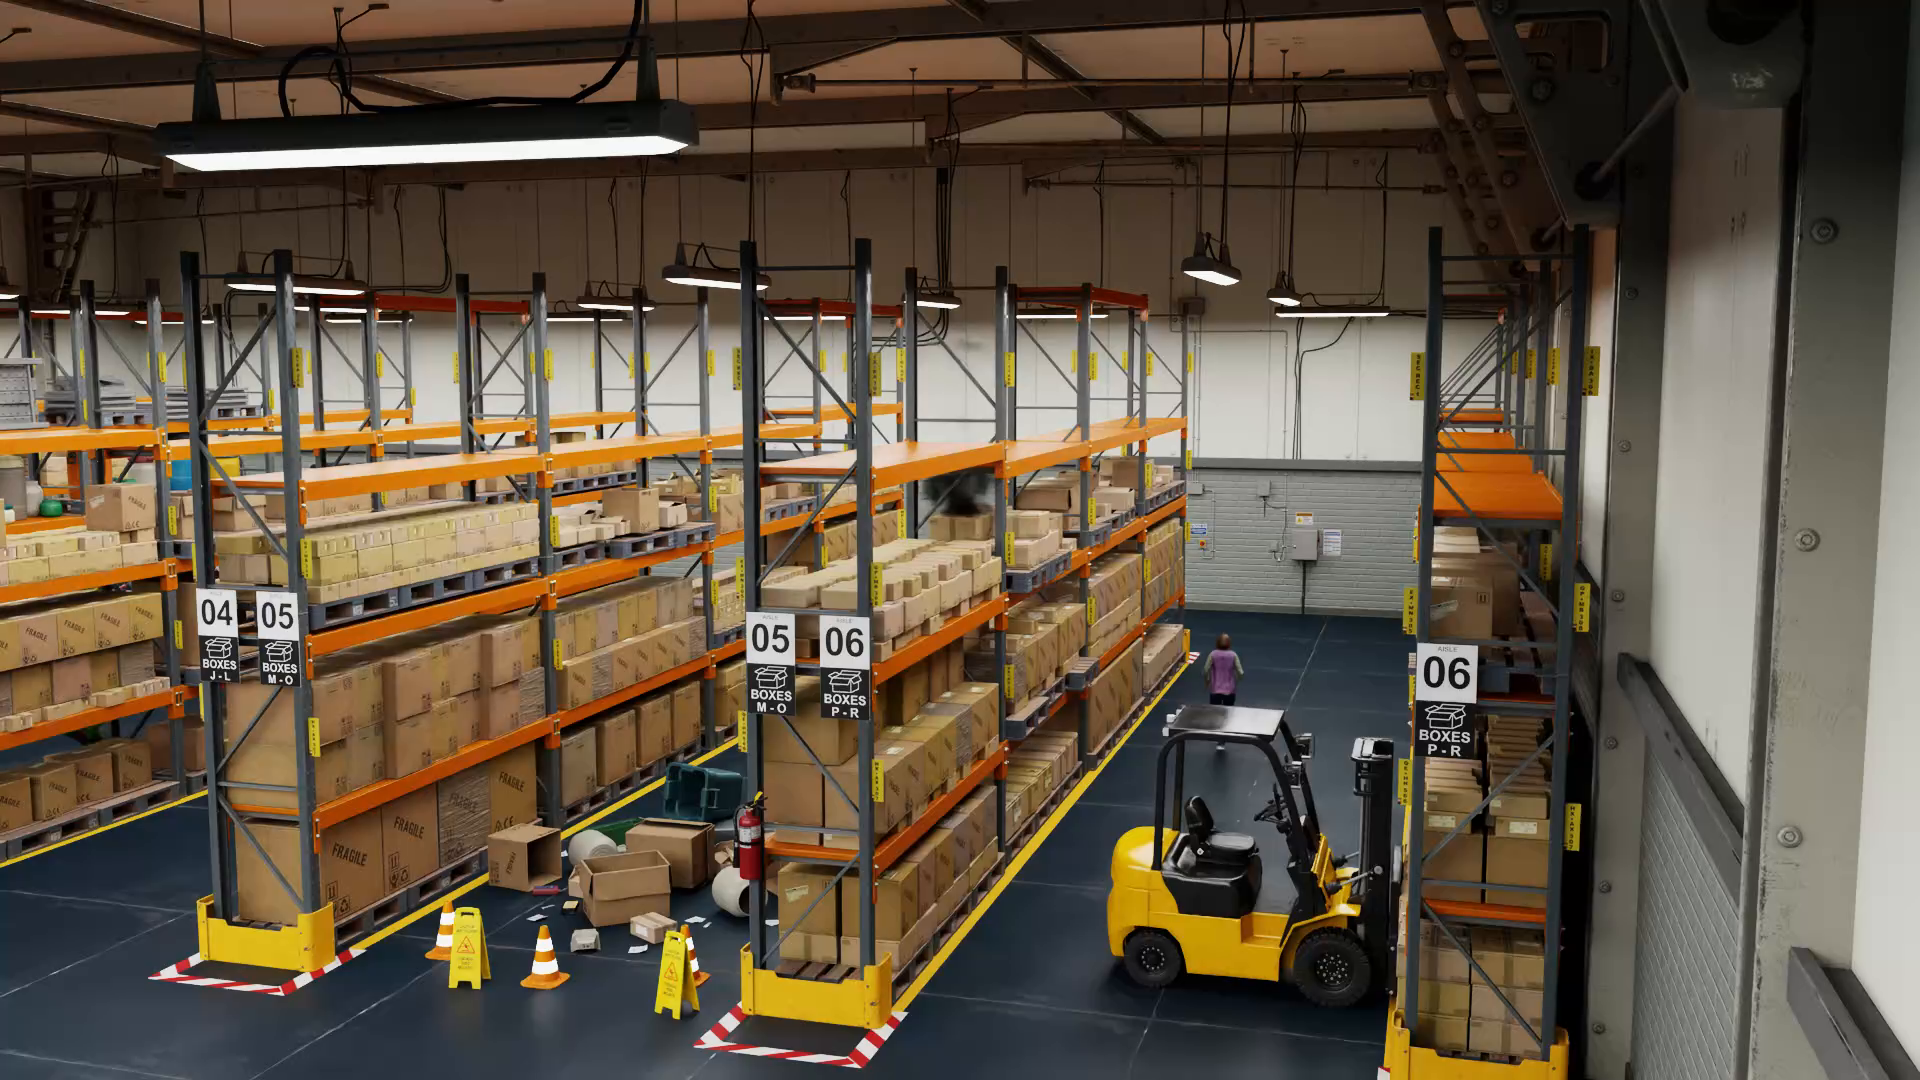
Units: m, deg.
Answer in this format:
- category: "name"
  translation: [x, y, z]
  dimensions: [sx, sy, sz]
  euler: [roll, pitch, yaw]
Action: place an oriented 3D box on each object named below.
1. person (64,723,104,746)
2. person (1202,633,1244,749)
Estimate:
- category: "person"
  translation: [-10.894, 1.979, 20.653]
  dimensions: [0.664, 1.739, 0.603]
  euler: [1, 7, 13]
- category: "person"
  translation: [3.423, 1.984, 21.671]
  dimensions: [0.541, 1.560, 0.549]
  euler: [1, 6, 9]
